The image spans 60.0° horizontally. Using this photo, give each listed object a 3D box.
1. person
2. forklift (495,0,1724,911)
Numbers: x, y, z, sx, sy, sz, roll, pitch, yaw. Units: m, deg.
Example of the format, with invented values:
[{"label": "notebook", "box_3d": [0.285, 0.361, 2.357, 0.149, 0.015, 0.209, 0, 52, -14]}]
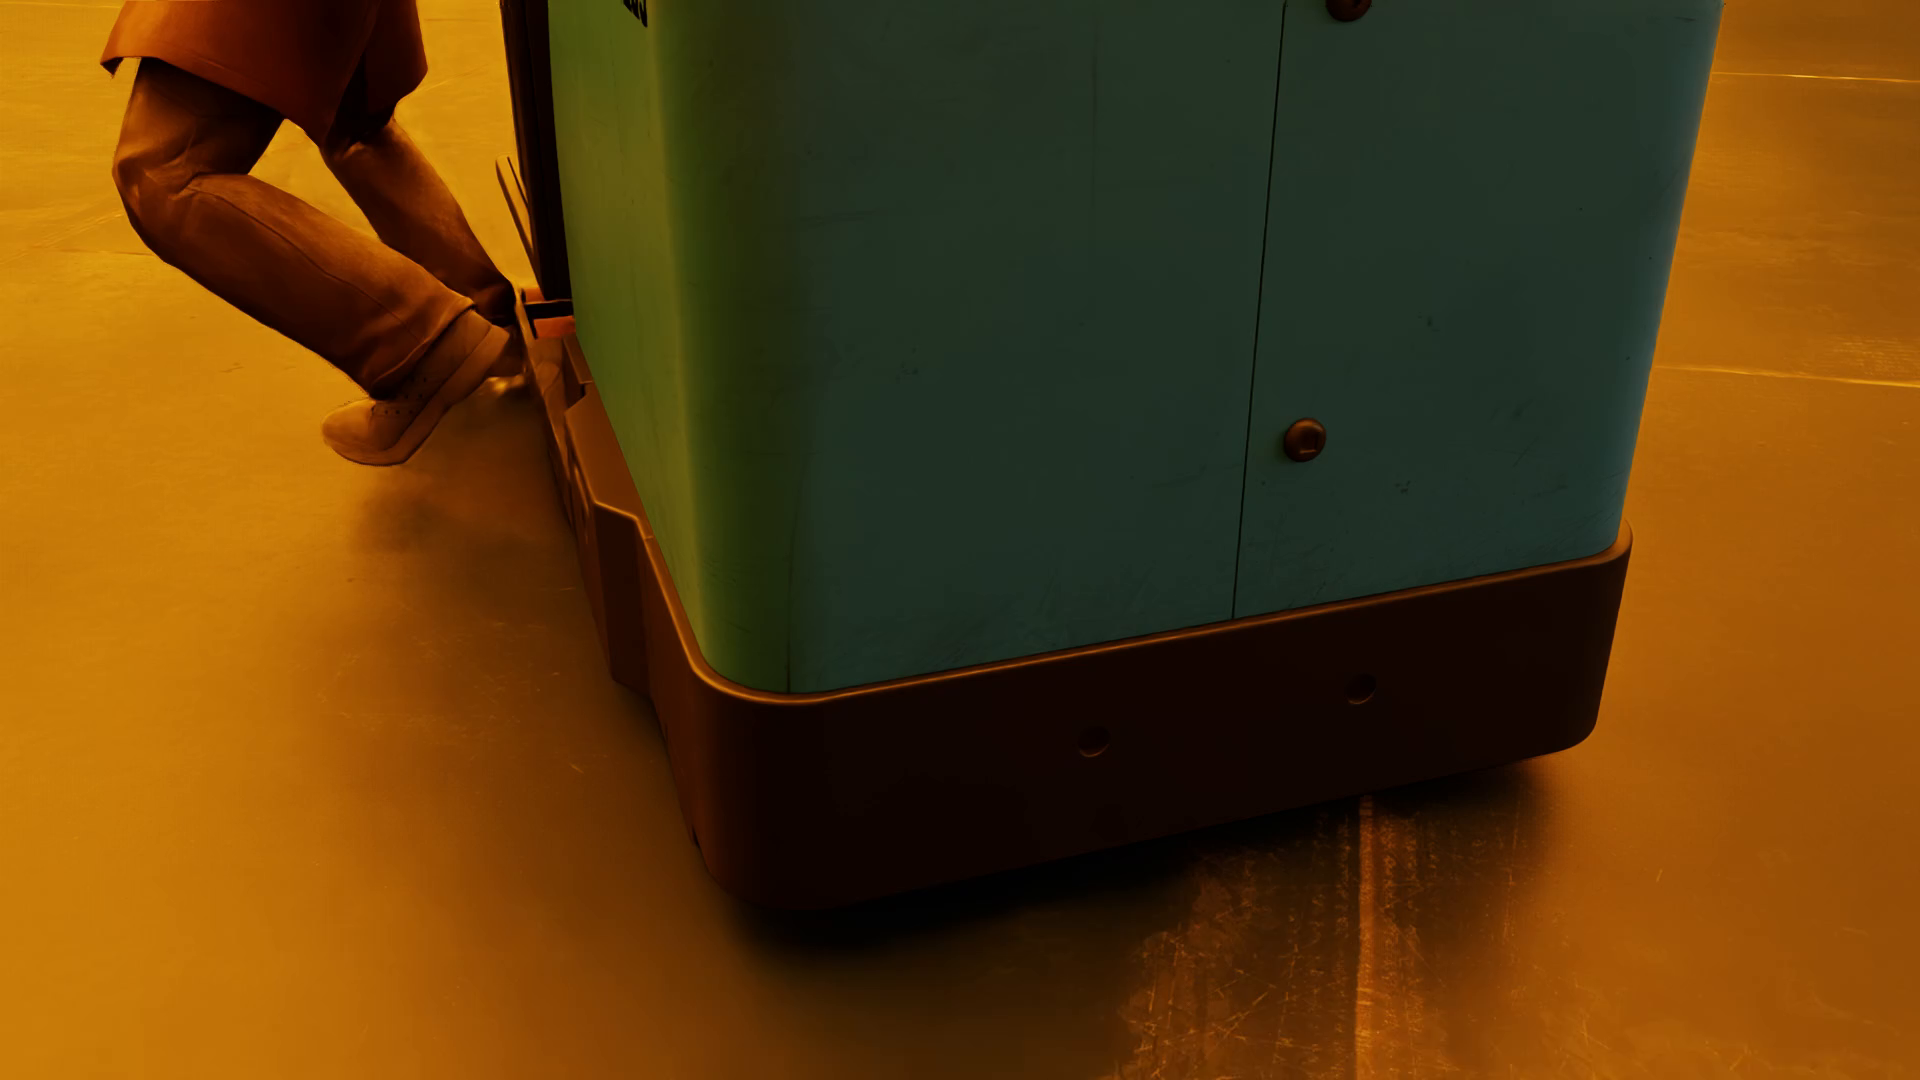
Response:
[{"label": "person", "box_3d": [-0.906, -1.057, 2.708, 0.699, 1.640, 1.107, 4, 27, 8]}, {"label": "forklift", "box_3d": [-0.213, -1.591, 2.399, 1.130, 2.935, 3.031, -9, 28, -17]}]
